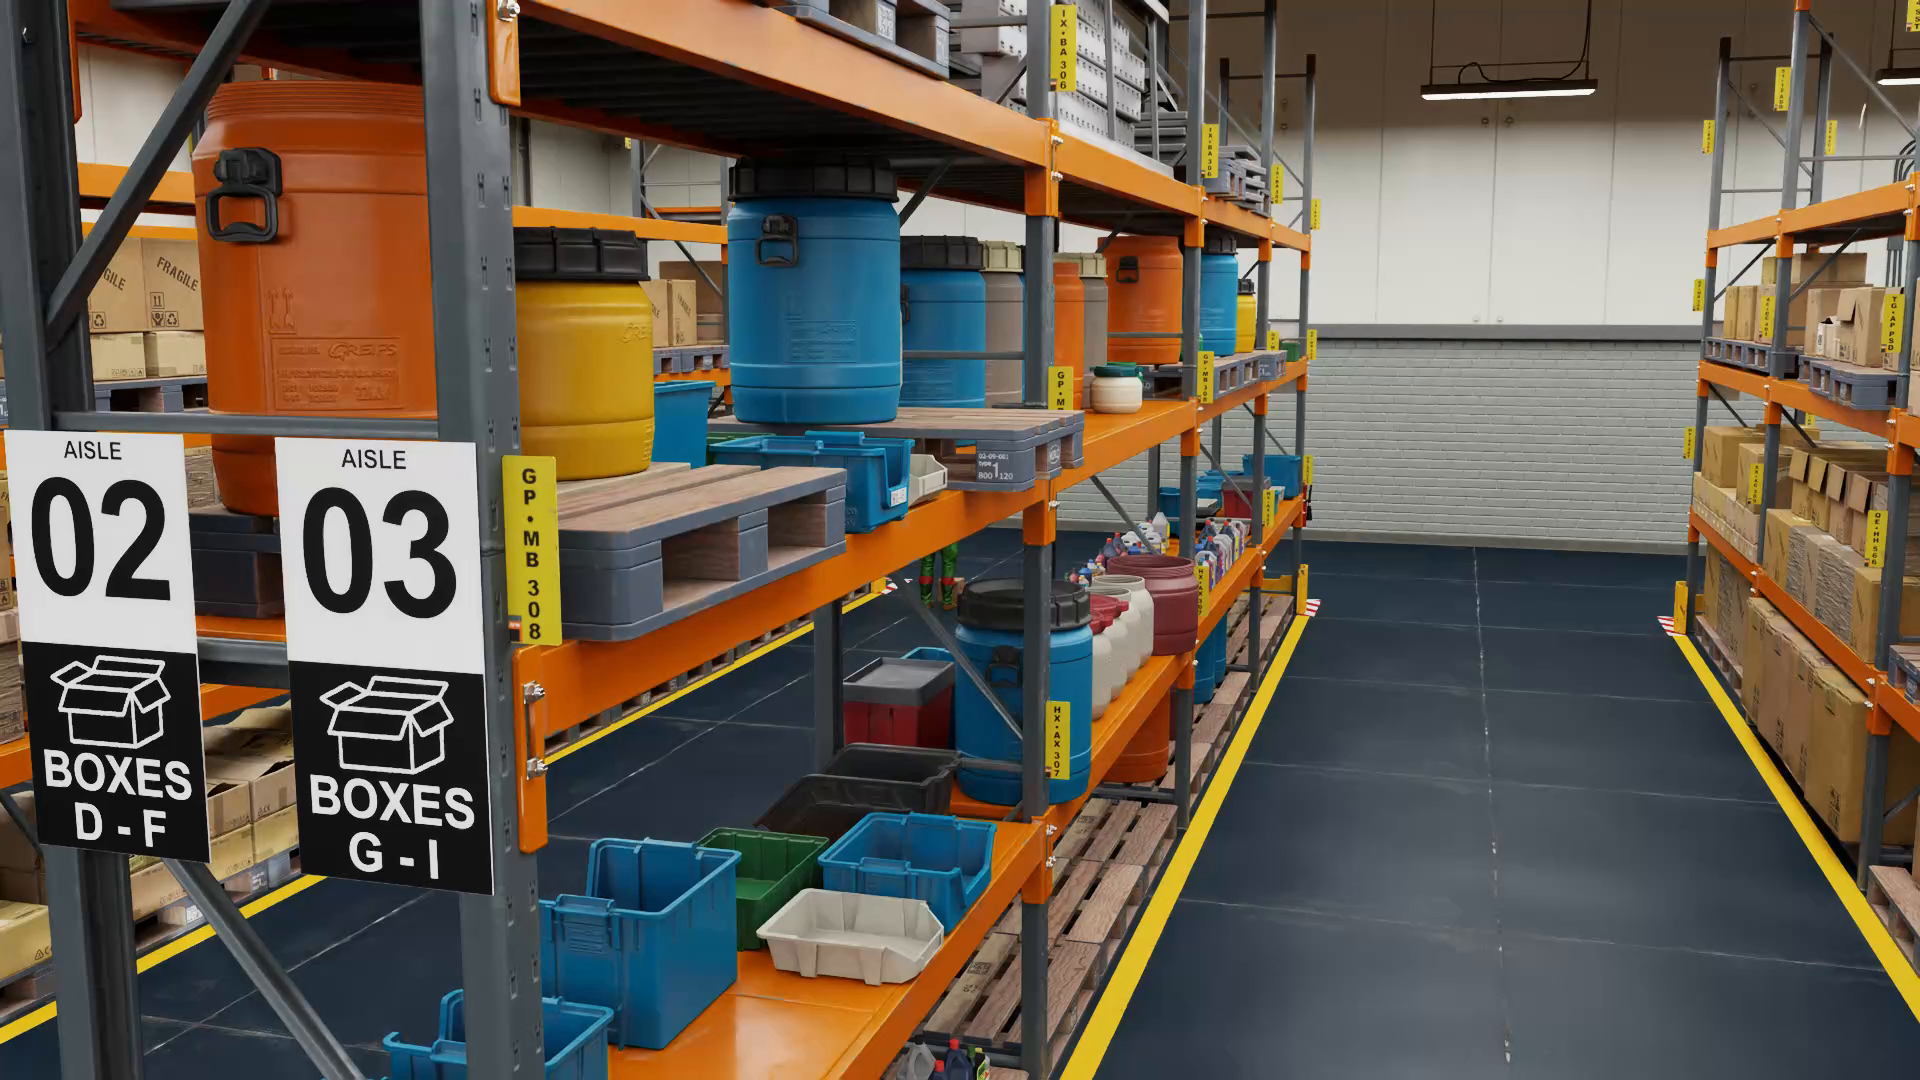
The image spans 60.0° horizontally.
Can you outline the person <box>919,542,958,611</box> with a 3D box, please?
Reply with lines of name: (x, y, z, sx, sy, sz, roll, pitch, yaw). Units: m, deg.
person: (-0.271, -0.106, 18.592, 0.536, 1.757, 0.414, 3, 9, 17)
